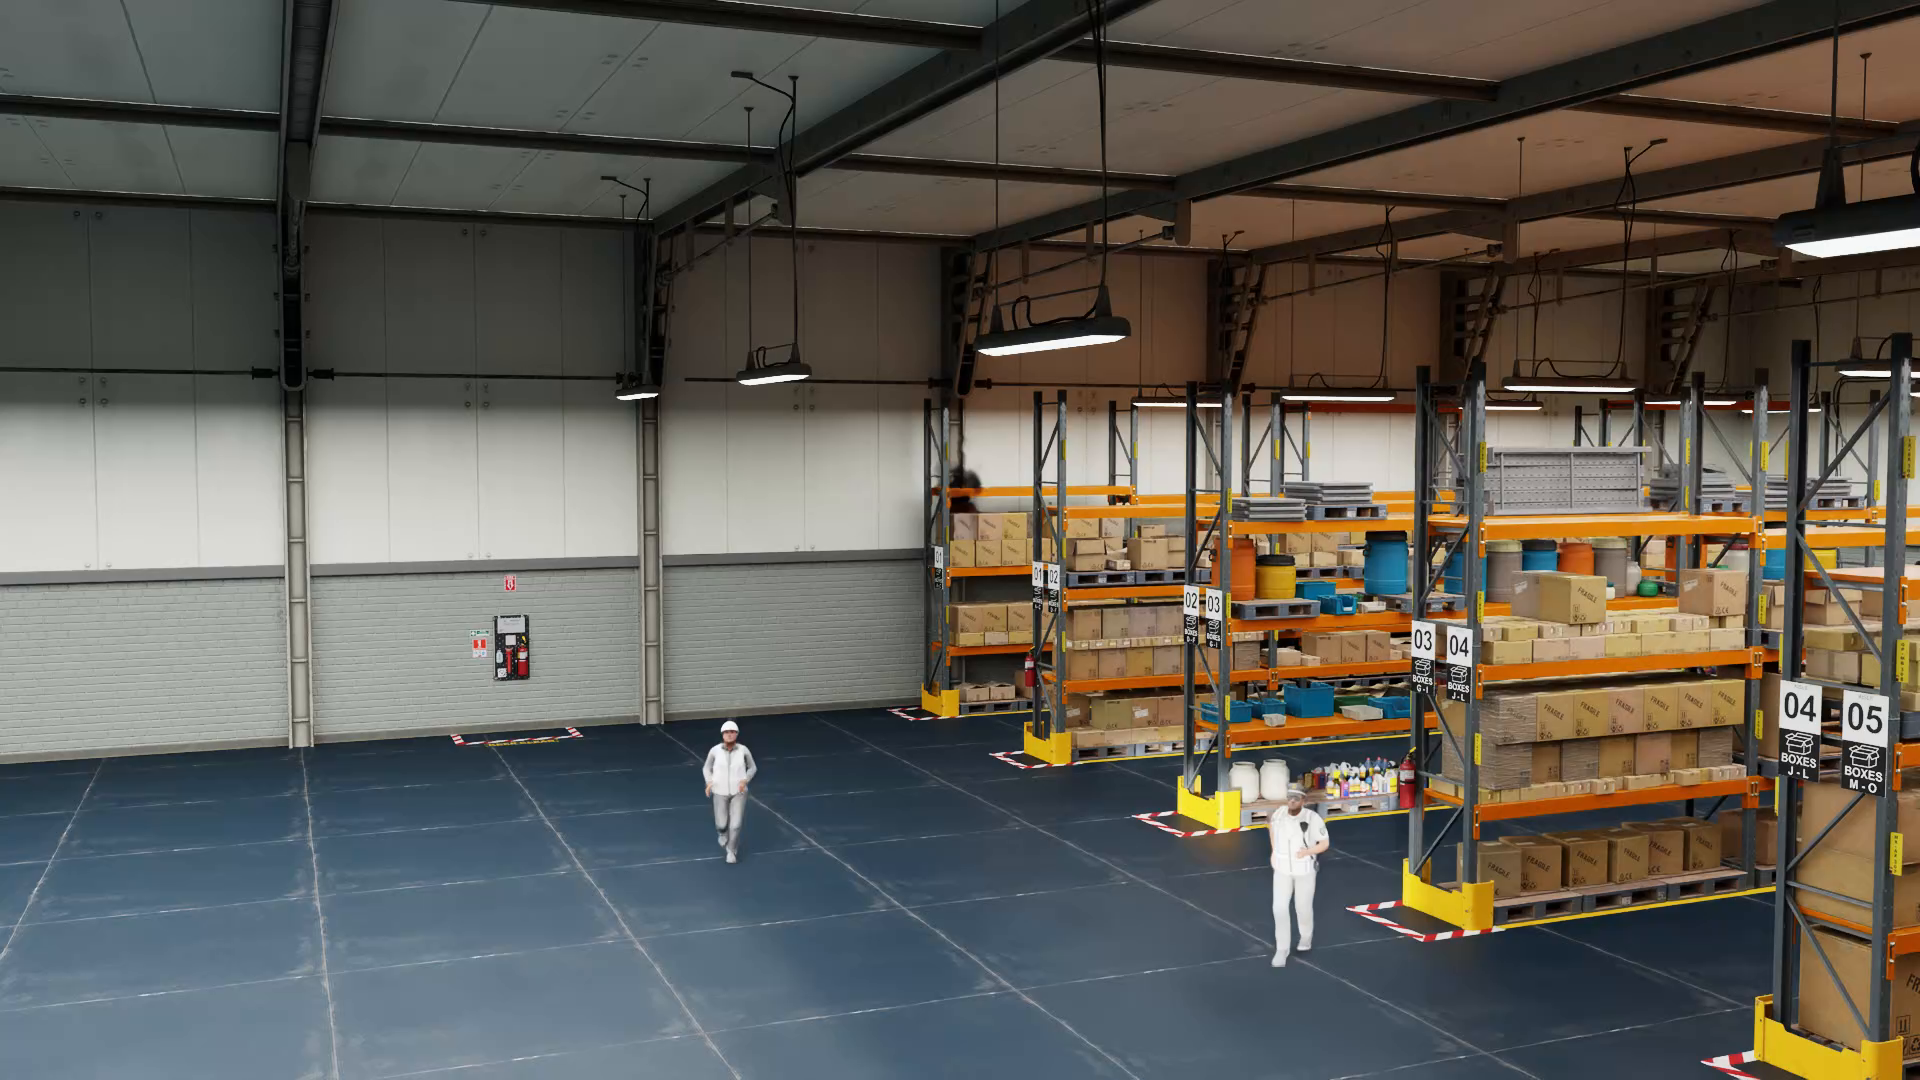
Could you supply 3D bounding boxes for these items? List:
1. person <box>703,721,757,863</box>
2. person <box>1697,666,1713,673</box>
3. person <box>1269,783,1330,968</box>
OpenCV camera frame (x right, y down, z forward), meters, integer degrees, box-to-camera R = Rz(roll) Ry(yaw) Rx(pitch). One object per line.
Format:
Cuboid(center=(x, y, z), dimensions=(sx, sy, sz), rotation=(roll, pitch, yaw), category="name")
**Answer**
Cuboid(center=(-2.842, 3.098, 20.545), dimensions=(0.665, 1.729, 0.583), rotation=(0, 3, -6), category="person")
Cuboid(center=(13.313, 2.524, 29.713), dimensions=(0.818, 1.823, 0.681), rotation=(-2, 4, -35), category="person")
Cuboid(center=(3.367, 3.312, 16.595), dimensions=(0.648, 1.840, 0.819), rotation=(1, 4, 22), category="person")
